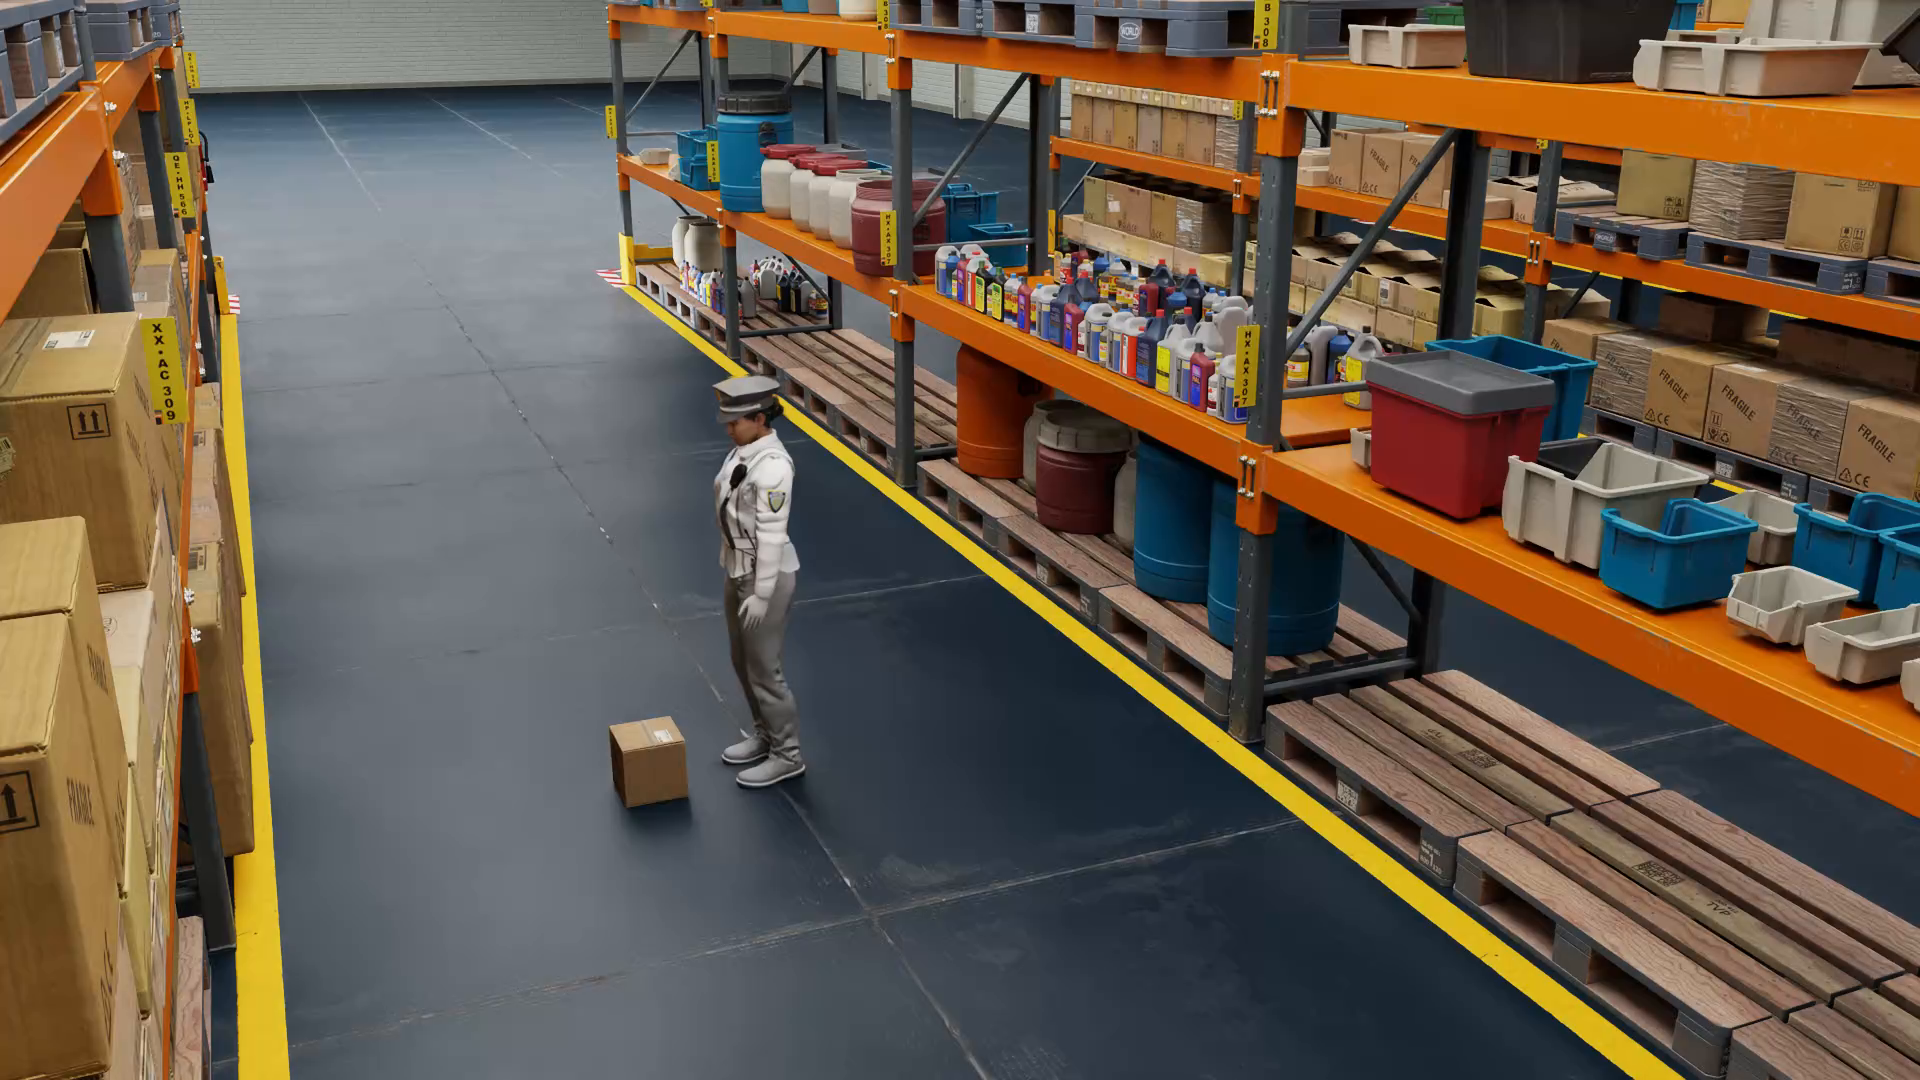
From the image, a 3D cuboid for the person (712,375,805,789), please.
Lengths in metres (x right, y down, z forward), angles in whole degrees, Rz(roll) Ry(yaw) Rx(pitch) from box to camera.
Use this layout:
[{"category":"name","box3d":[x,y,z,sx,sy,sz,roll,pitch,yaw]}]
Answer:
[{"category":"person","box3d":[-0.802,0.168,6.588,0.327,1.662,0.471,-8,20,-21]}]
